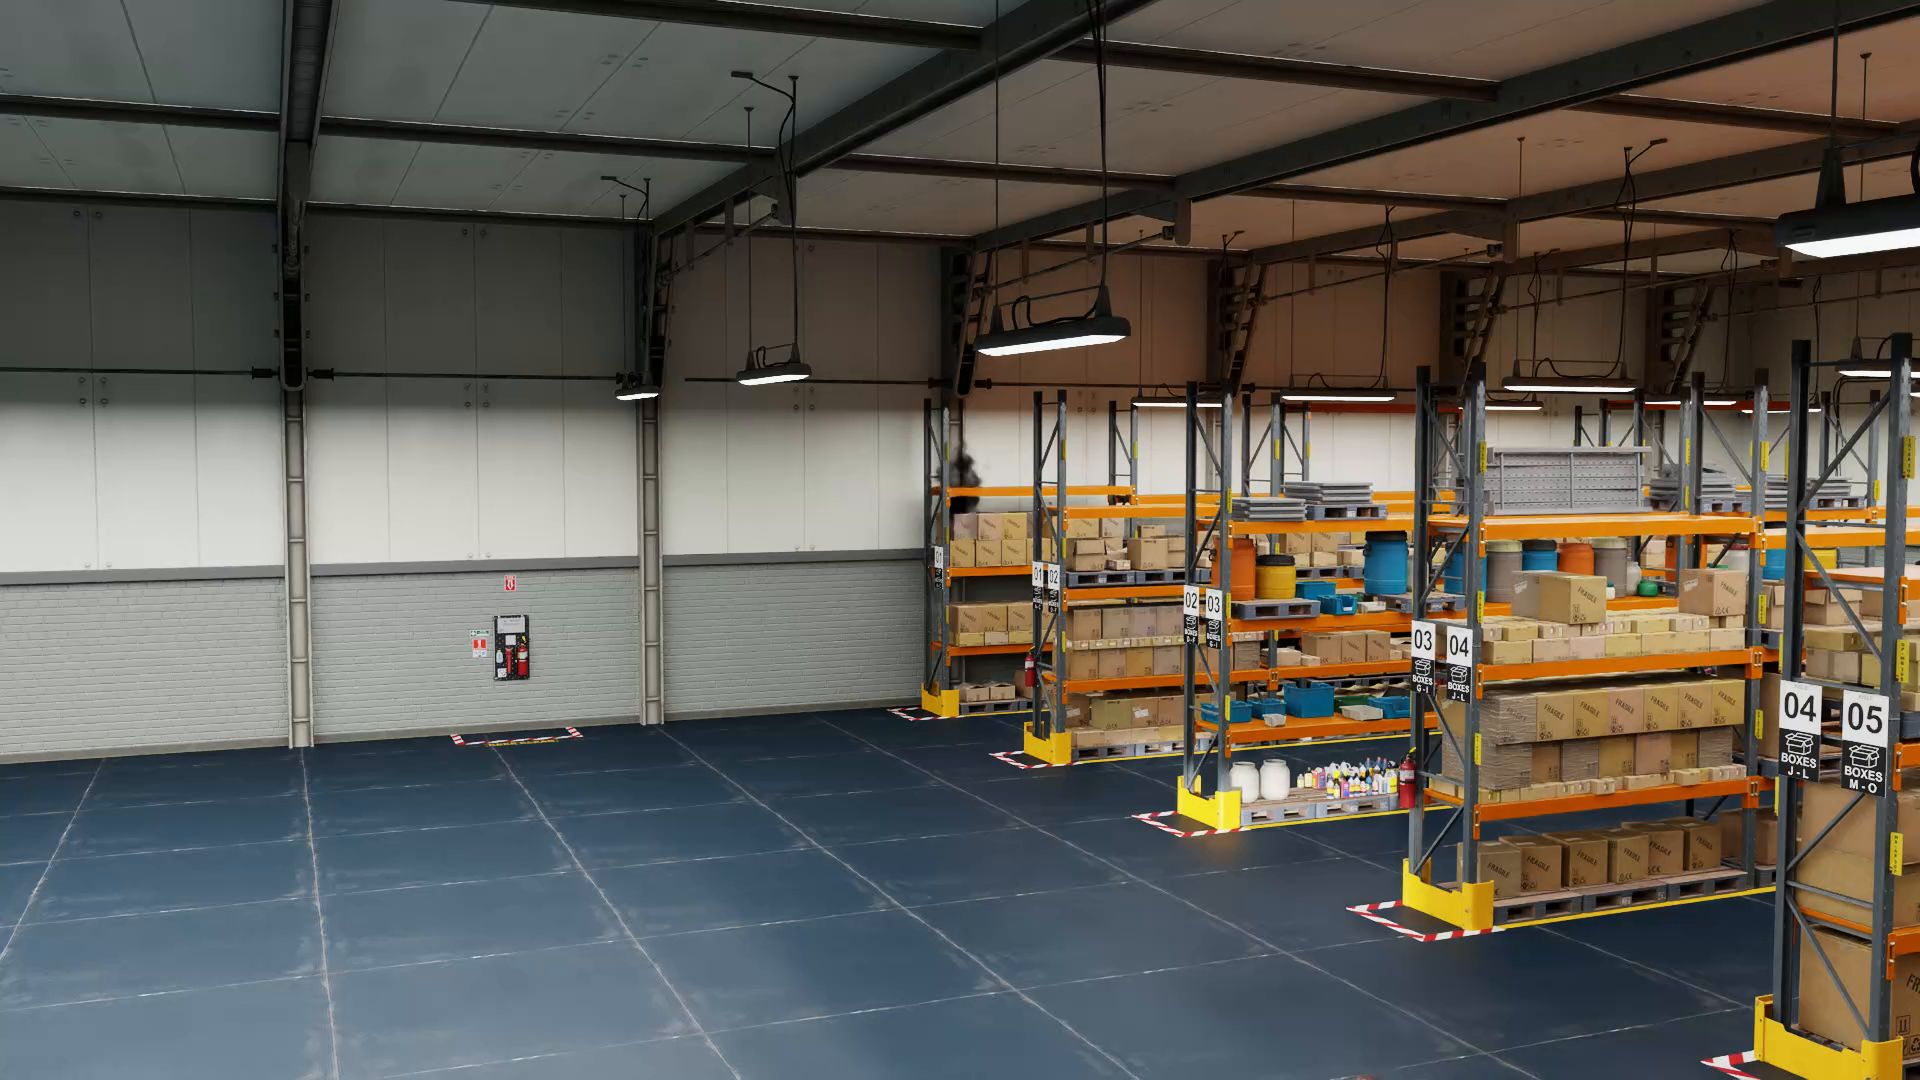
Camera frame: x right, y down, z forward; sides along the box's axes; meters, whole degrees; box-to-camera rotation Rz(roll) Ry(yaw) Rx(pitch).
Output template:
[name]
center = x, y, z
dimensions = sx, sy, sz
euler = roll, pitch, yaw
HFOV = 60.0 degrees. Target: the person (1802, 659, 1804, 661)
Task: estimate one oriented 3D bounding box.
[person]
center = 15.823, 2.523, 31.123
dimensions = 0.624, 1.709, 0.634
euler = -3, 4, -39
